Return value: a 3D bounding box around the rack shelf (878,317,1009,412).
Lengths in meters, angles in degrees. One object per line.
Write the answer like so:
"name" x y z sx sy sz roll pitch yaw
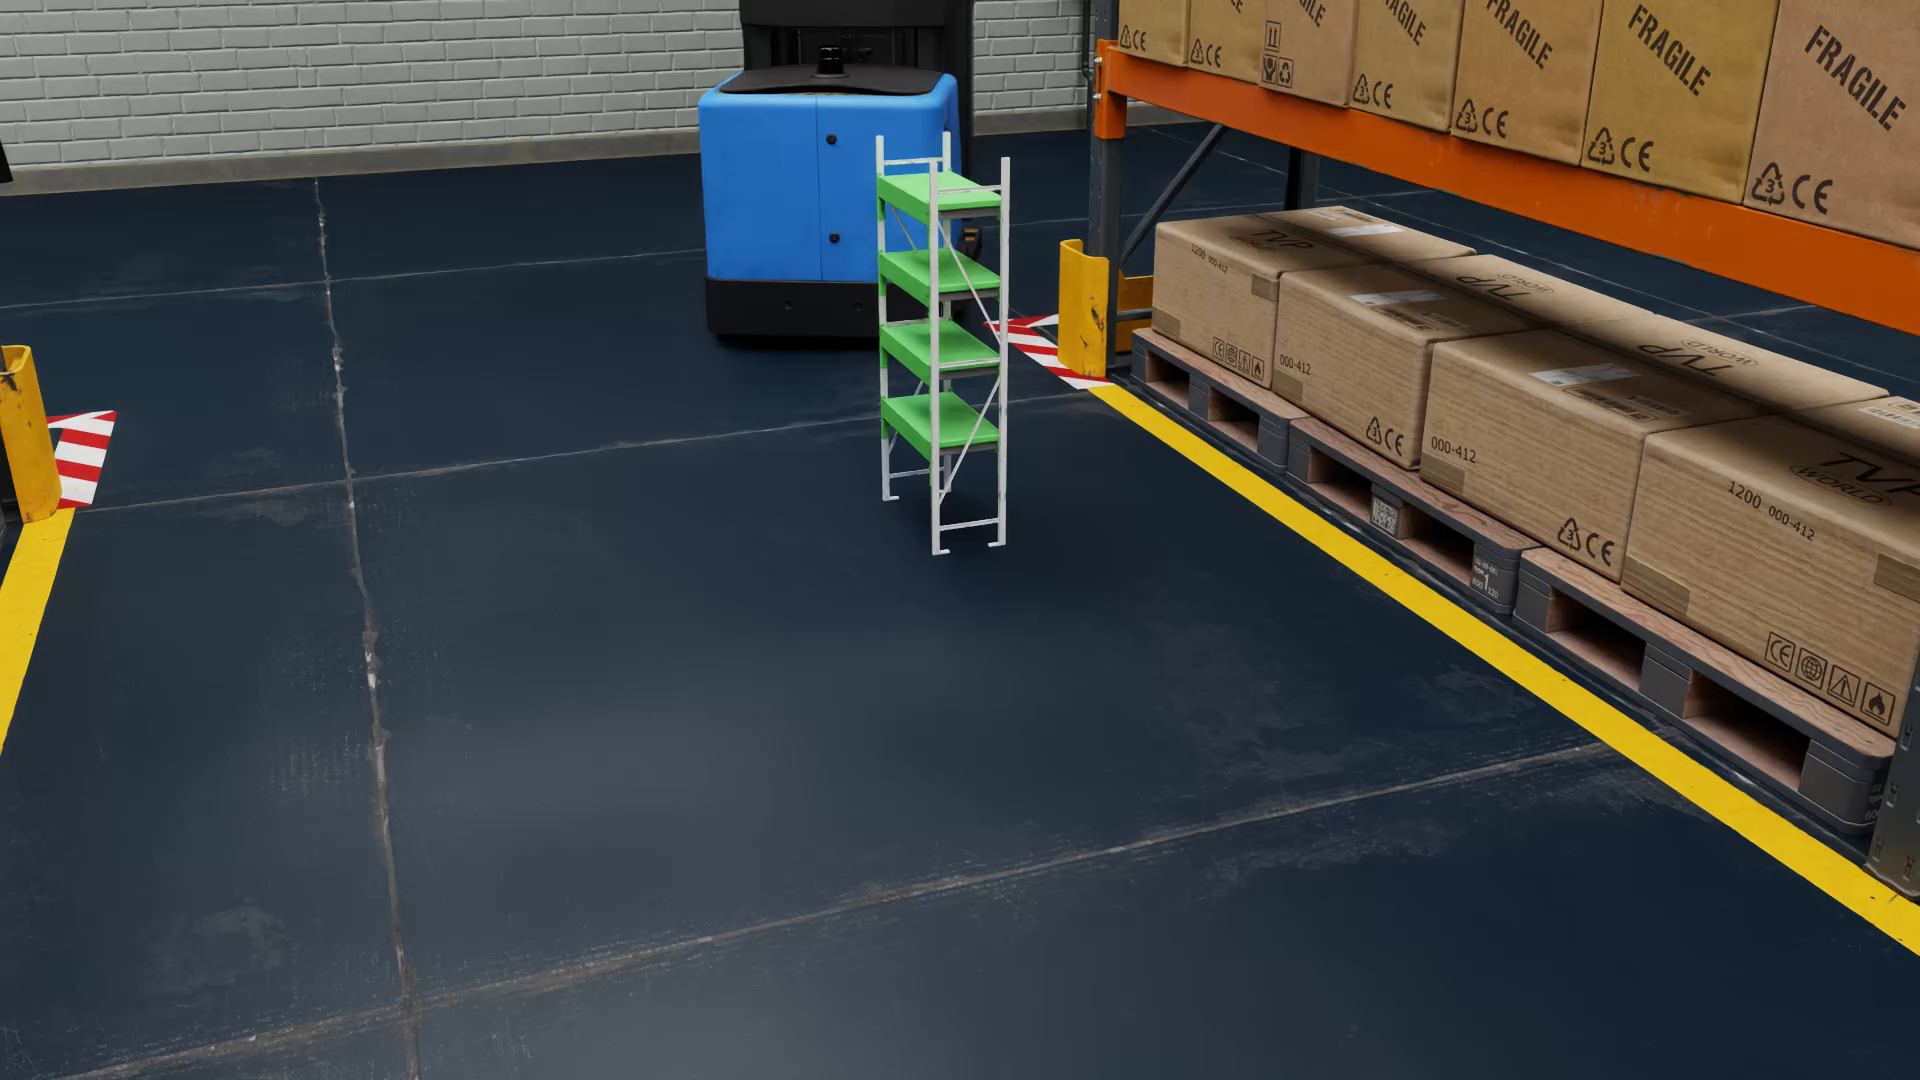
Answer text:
"rack shelf" -0.058 -0.554 5.184 0.258 0.148 0.480 -8 24 -19

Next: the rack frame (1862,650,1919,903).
"rack frame" 2.425 -0.719 3.094 1.000 3.000 0.127 -8 24 -19

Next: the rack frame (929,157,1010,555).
"rack frame" 0.028 -0.524 4.949 0.240 1.200 0.015 -8 24 -19

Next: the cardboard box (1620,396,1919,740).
"cardboard box" 2.303 0.025 4.086 0.875 0.438 0.875 -9 24 -20

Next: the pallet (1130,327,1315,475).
"pallet" 1.367 -0.608 6.420 1.003 0.211 1.213 -8 24 -19

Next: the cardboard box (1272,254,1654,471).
"cardboard box" 1.669 -0.628 5.636 0.875 0.438 0.875 -8 24 -18

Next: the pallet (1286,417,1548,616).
"pallet" 1.794 -0.165 5.370 1.003 0.211 1.213 -8 24 -19

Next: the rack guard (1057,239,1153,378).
"rack guard" 1.003 -1.029 7.049 1.175 0.500 0.348 -8 24 -19

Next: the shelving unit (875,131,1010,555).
"shelving unit" -0.058 -0.613 5.160 0.258 1.200 0.503 -8 24 -19

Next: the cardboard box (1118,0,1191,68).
"cardboard box" 0.913 -2.005 6.016 0.500 0.500 0.500 -9 24 -19

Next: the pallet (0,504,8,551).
"pallet" -3.303 0.156 4.608 1.003 0.211 1.213 -8 24 -19

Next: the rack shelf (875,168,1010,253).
"rack shelf" -0.058 -0.996 4.998 0.258 0.148 0.480 -8 24 -19

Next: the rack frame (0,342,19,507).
"rack frame" -3.584 -1.457 4.844 1.000 3.000 0.127 -8 24 -19

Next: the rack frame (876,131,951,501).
"rack frame" -0.145 -0.702 5.370 0.240 1.200 0.015 -8 24 -19

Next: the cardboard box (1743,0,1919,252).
"cardboard box" 2.022 -0.899 3.391 0.500 0.500 0.500 -8 24 -19

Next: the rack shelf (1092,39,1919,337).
"rack shelf" 1.718 -1.114 4.958 1.077 0.370 4.000 -8 24 -19

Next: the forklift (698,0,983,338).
"forklift" -0.463 -2.743 7.983 1.130 2.935 3.031 2 23 4

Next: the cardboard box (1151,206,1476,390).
"cardboard box" 1.338 -0.959 6.422 0.875 0.438 0.875 -9 25 -21

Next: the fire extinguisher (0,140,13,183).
"fire extinguisher" -3.241 -1.404 5.299 0.296 0.674 0.183 -8 24 -19

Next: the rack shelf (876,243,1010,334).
"rack shelf" -0.058 -0.775 5.091 0.258 0.148 0.480 -8 24 -19

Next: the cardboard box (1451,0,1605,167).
"cardboard box" 1.643 -1.265 4.262 0.500 0.500 0.500 -9 24 -20

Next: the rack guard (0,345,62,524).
"rack guard" -3.557 -0.277 5.264 1.175 0.500 0.348 -8 24 -19

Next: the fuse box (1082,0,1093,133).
"fuse box" 1.015 -3.860 12.204 0.539 1.711 0.414 -8 24 -19

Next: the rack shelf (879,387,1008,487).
"rack shelf" -0.058 -0.333 5.278 0.258 0.148 0.480 -8 24 -19

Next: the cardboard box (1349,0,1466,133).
"cardboard box" 1.473 -1.458 4.718 0.500 0.500 0.500 -8 24 -17

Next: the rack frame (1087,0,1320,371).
"rack frame" 1.012 -2.172 6.542 1.000 3.000 0.127 -8 24 -19

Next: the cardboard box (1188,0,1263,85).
"cardboard box" 1.117 -1.825 5.589 0.500 0.500 0.500 -9 24 -20

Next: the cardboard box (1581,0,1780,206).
"cardboard box" 1.835 -1.085 3.833 0.500 0.500 0.500 -9 24 -20

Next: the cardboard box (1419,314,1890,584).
"cardboard box" 1.986 -0.300 4.858 0.875 0.438 0.875 -9 25 -21

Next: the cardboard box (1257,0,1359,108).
"cardboard box" 1.280 -1.638 5.144 0.500 0.500 0.500 -8 24 -19

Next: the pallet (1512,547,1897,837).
"pallet" 2.229 0.279 4.317 1.003 0.211 1.213 -8 24 -19
